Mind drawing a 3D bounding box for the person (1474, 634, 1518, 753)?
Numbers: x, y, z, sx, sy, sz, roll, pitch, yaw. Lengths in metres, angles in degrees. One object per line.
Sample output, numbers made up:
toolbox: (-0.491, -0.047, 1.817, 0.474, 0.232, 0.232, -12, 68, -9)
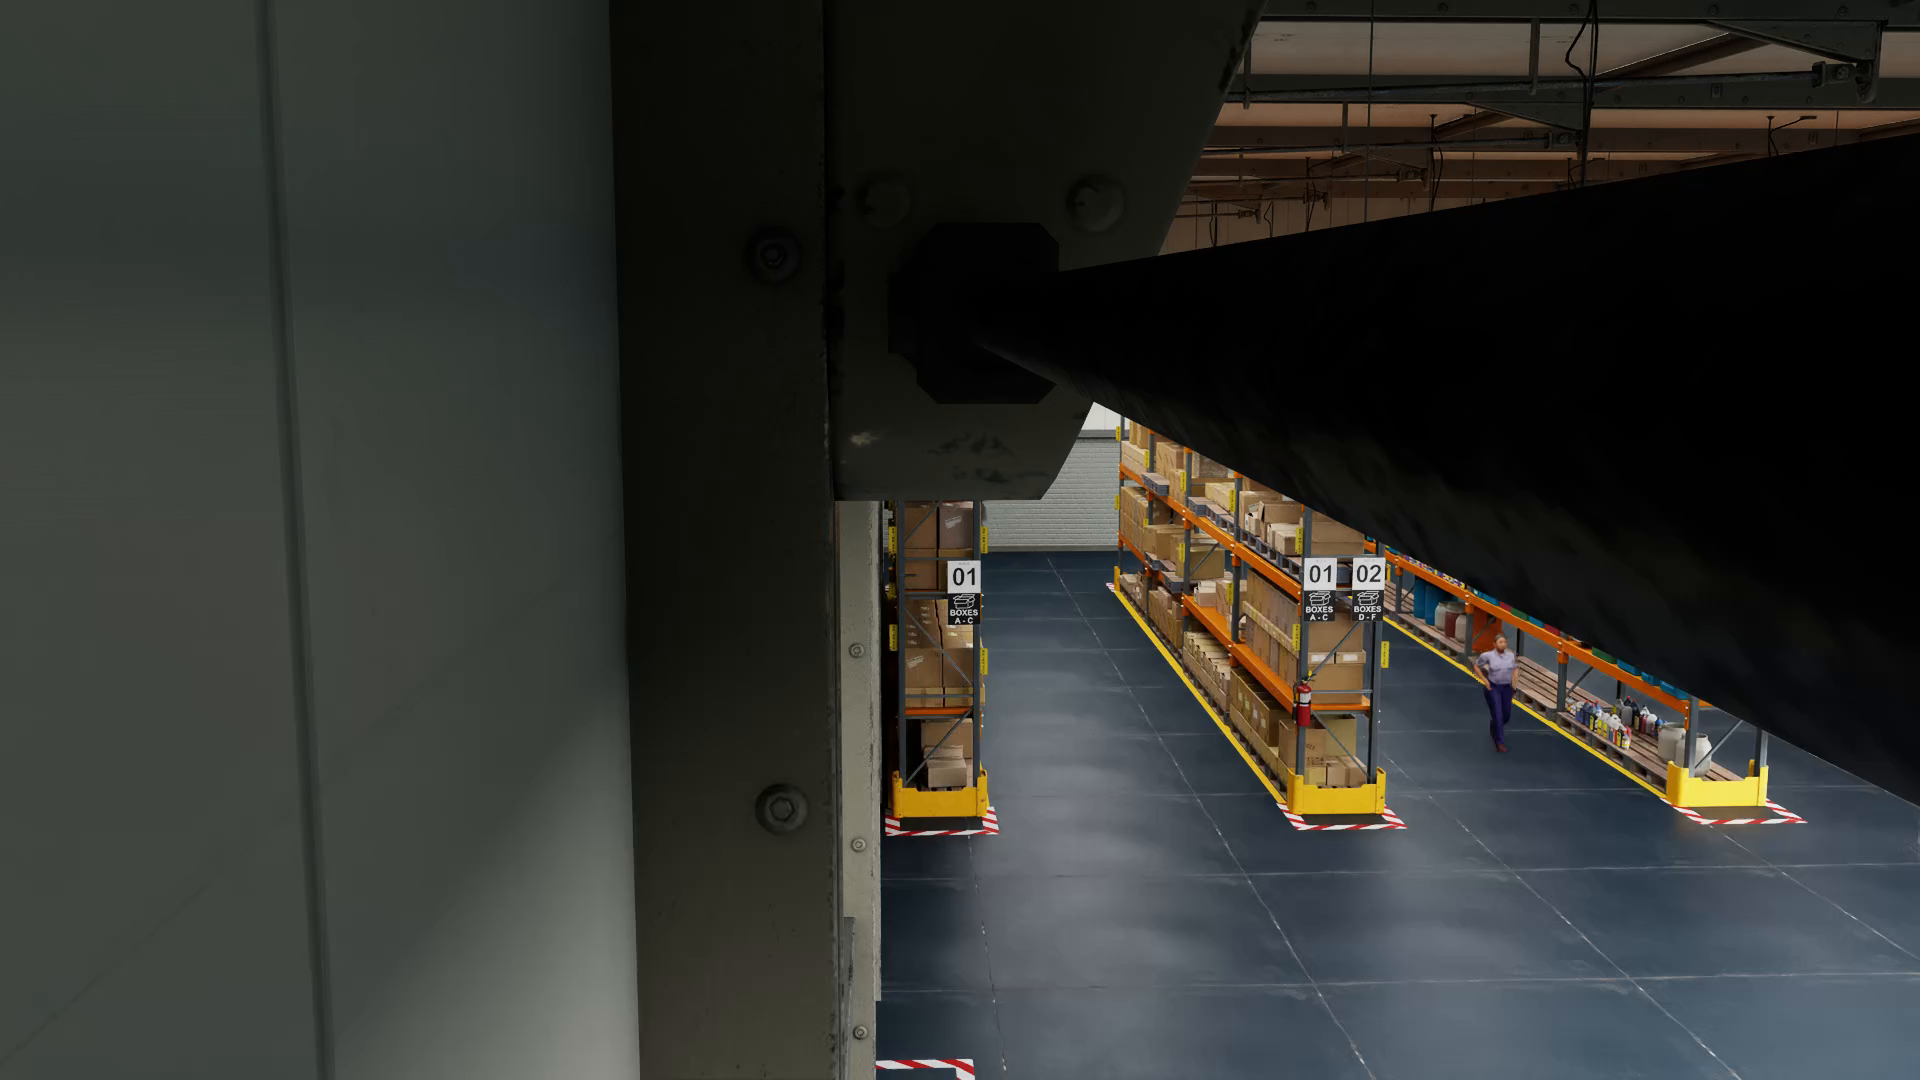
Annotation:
person: (7.618, 2.147, 23.593, 0.615, 1.620, 0.764, -1, 8, -7)
